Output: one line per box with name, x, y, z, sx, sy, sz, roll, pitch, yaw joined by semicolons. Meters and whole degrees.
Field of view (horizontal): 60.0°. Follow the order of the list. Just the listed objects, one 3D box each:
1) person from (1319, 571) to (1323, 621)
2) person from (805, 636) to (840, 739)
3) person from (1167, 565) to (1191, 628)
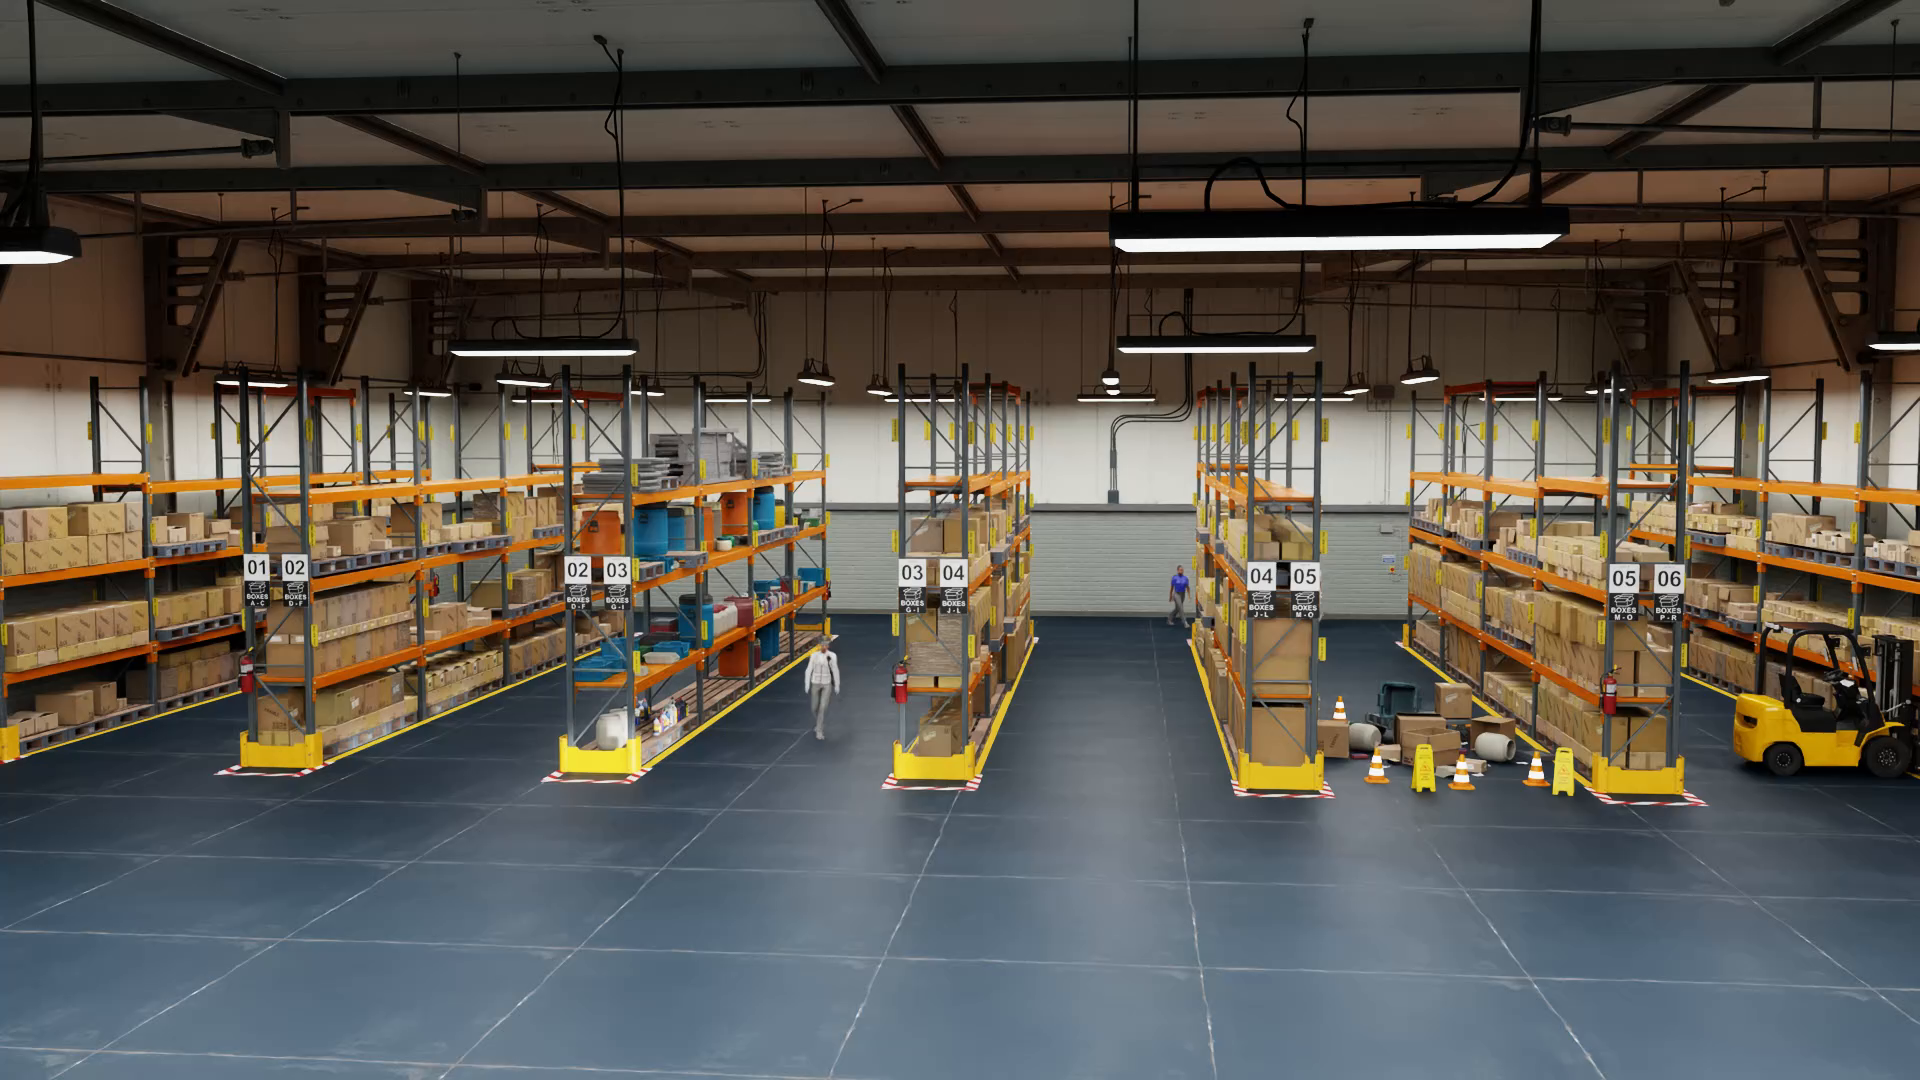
person;9.120;1.350;43.030;0.836;1.764;0.560;-2;4;-33
person;-2.280;2.424;27.574;0.563;1.666;0.730;0;4;2
person;5.683;1.442;42.746;0.423;1.583;1.049;-3;5;-37
